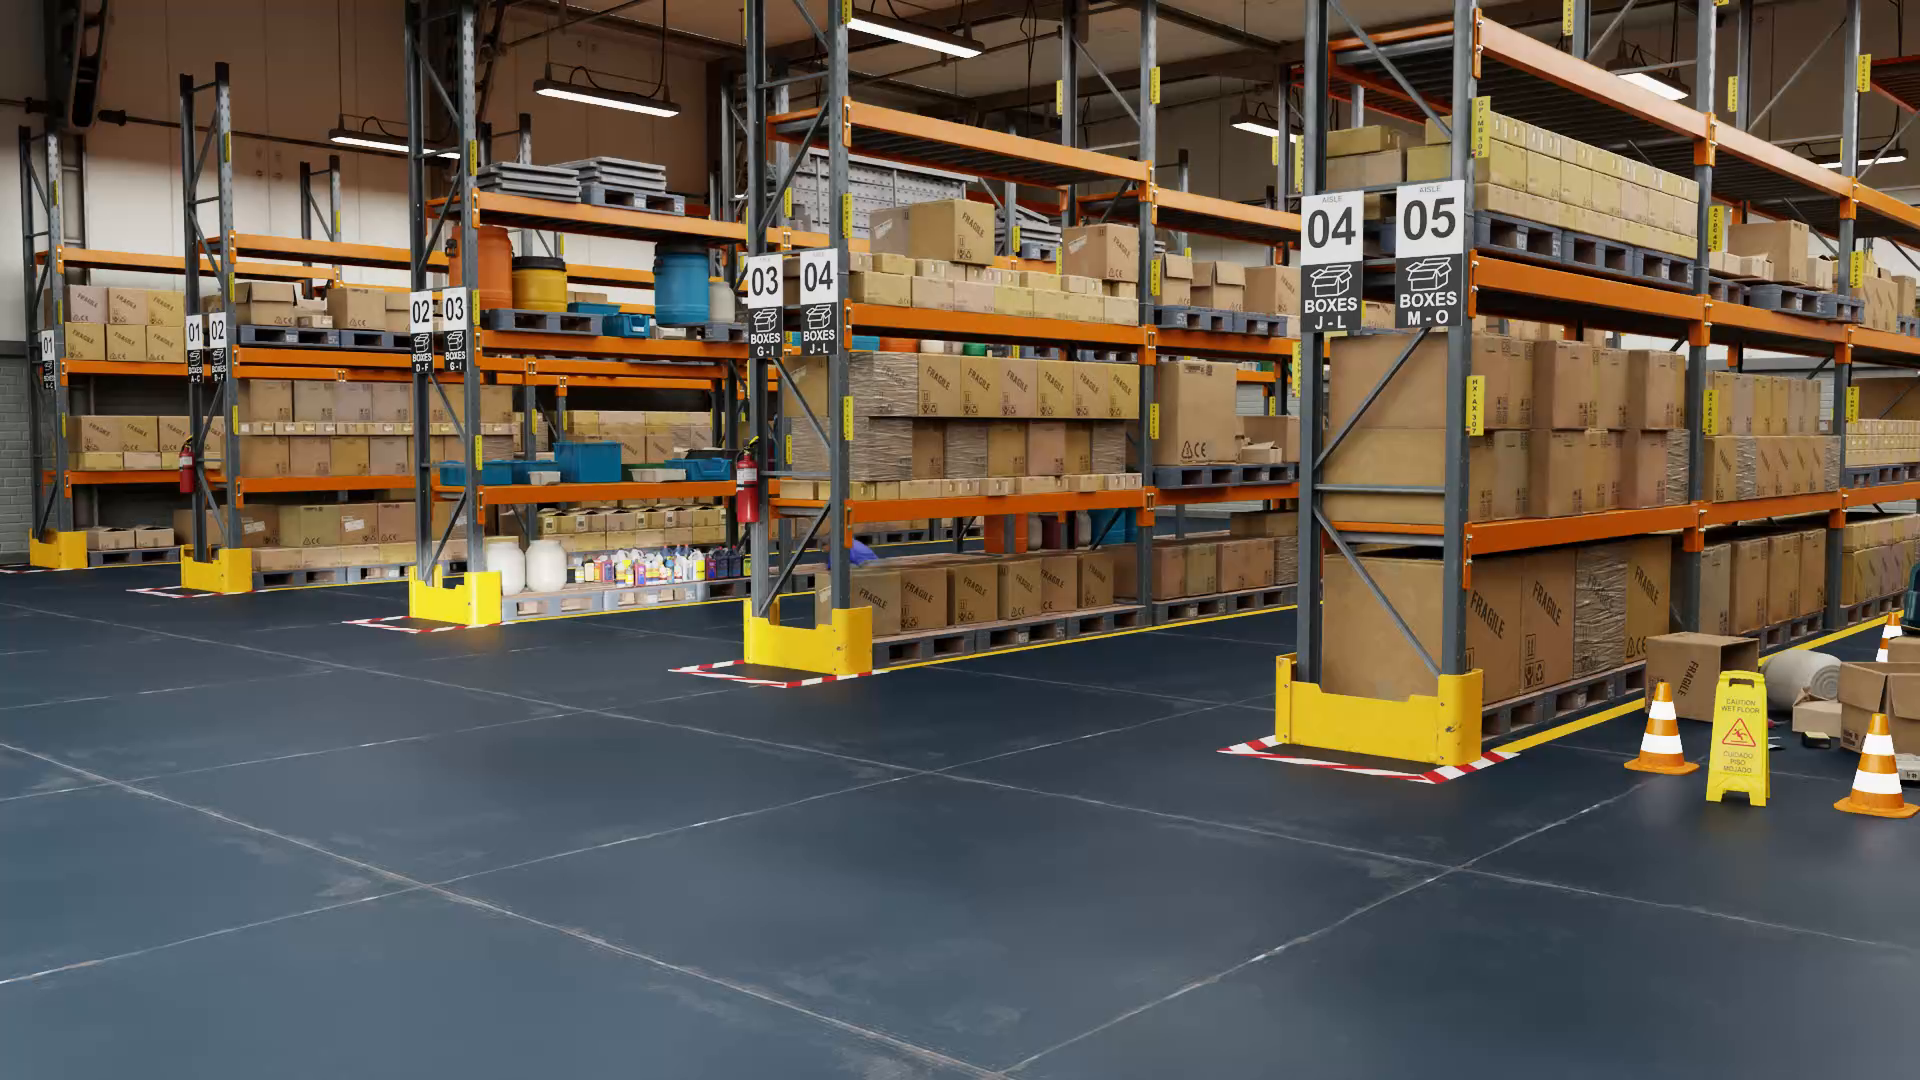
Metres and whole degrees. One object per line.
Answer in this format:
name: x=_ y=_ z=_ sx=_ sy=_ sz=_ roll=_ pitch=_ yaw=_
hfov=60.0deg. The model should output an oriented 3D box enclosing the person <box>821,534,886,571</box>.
person: x=-1.133 y=0.338 z=17.671 sx=0.813 sy=0.814 sz=0.471 roll=3 pitch=5 yaw=41
